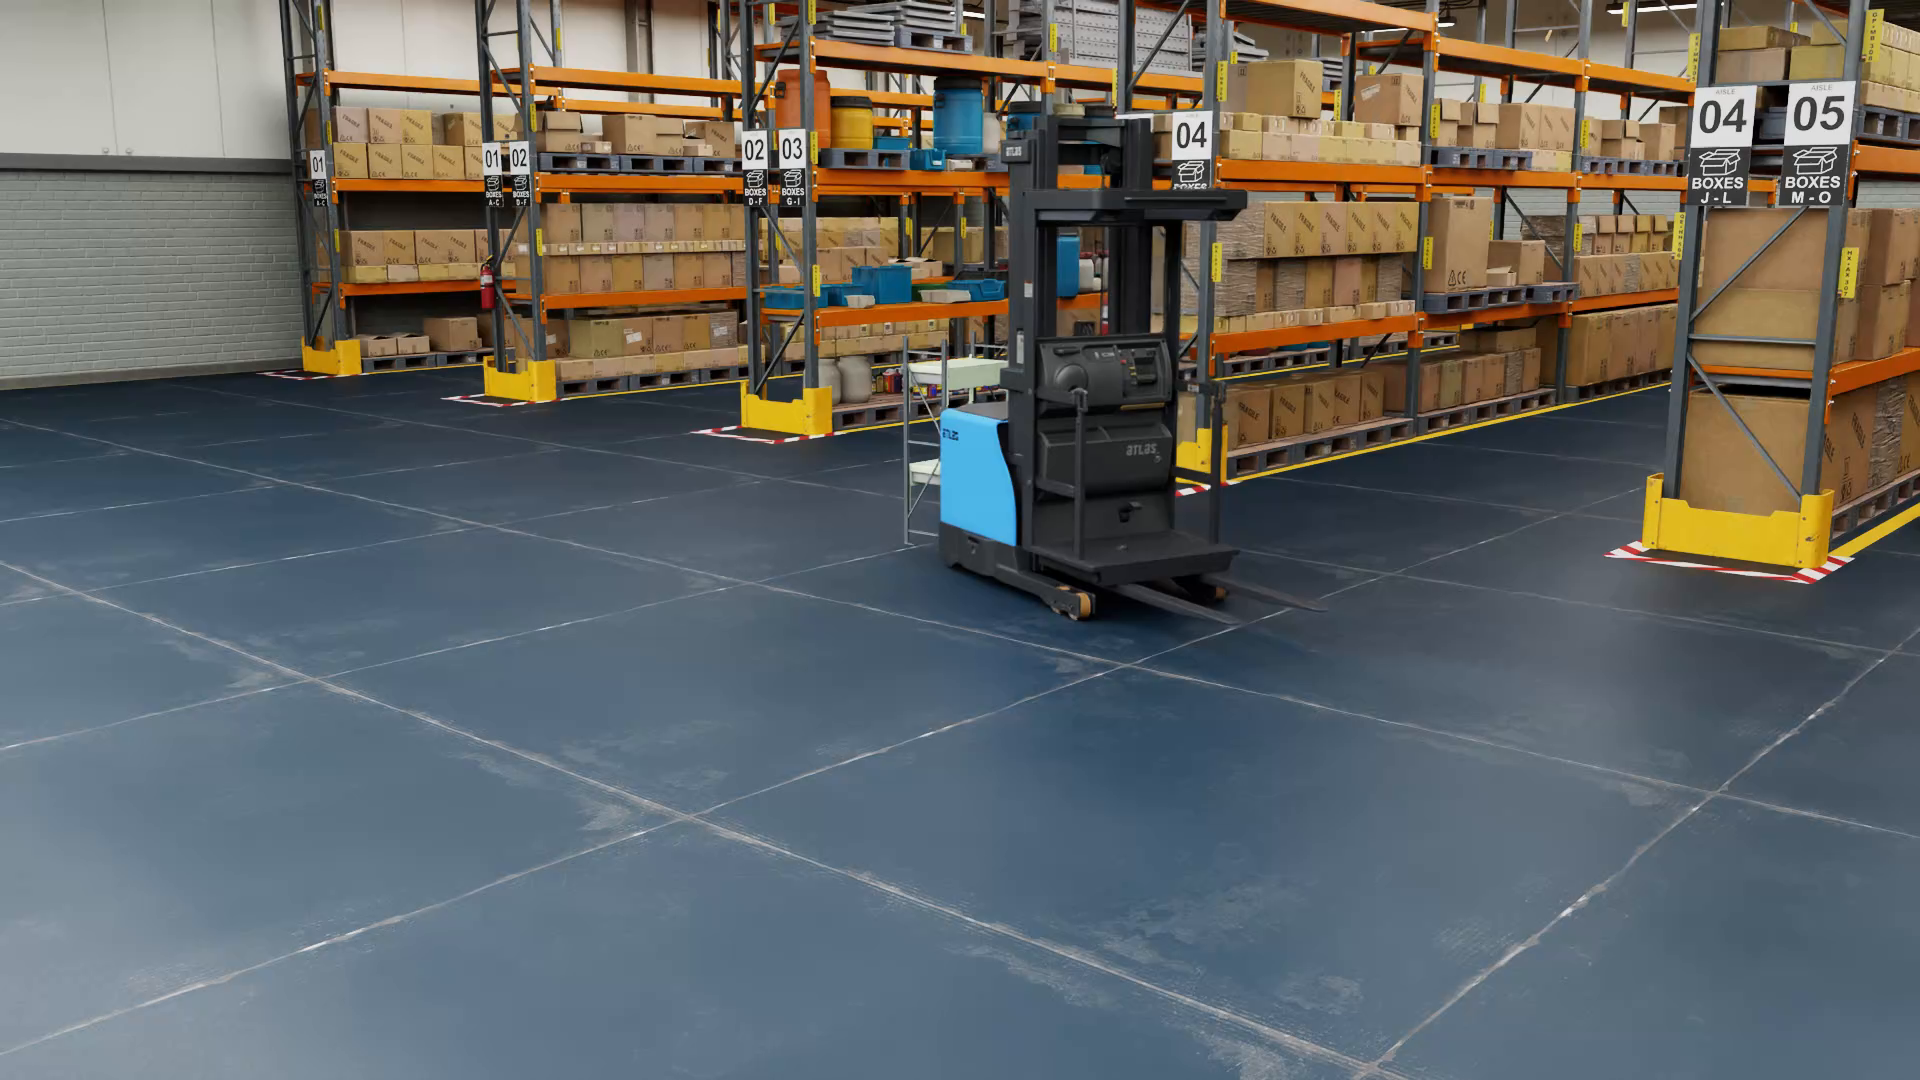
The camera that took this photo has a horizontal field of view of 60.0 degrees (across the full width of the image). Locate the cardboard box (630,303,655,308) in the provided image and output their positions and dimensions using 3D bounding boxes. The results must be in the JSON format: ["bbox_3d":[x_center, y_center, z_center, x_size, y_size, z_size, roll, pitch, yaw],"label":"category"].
[{"bbox_3d":[-5.625,-4.152,28.683,0.500,0.250,0.500,9,15,39],"label":"cardboard box"}]

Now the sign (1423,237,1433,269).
[{"bbox_3d":[4.848,-2.975,17.240,0.100,0.325,0.005,10,15,40],"label":"sign"}]

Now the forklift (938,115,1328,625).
[{"bbox_3d":[1.006,-1.064,10.055,1.130,2.935,3.031,-6,13,-28],"label":"forklift"}]

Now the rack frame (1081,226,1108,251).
[{"bbox_3d":[2.277,-5.078,29.979,1.000,3.000,0.127,10,15,40],"label":"rack frame"}]

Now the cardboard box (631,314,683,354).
[{"bbox_3d":[-4.131,-2.809,22.648,0.500,0.500,0.500,10,15,40],"label":"cardboard box"}]

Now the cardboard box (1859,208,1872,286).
[{"bbox_3d":[6.021,-2.121,12.031,0.875,0.550,0.550,10,15,40],"label":"cardboard box"}]

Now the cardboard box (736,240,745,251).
[{"bbox_3d":[-3.187,-4.165,23.493,0.380,0.149,0.250,9,15,39],"label":"cardboard box"}]

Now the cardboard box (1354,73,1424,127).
[{"bbox_3d":[4.329,-4.432,16.792,0.500,0.500,0.500,9,15,39],"label":"cardboard box"}]

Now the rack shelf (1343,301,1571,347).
[{"bbox_3d":[5.755,-2.561,19.214,1.077,0.370,4.000,10,15,40],"label":"rack shelf"}]

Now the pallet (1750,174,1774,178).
[{"bbox_3d":[11.874,-5.702,25.671,1.003,0.211,1.213,10,15,40],"label":"pallet"}]

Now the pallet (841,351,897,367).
[{"bbox_3d":[-1.742,-2.828,25.830,1.003,0.211,1.213,10,15,40],"label":"pallet"}]

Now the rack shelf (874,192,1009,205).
[{"bbox_3d":[-0.126,-7.131,34.432,1.077,0.370,4.000,10,15,40],"label":"rack shelf"}]

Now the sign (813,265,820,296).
[{"bbox_3d":[-1.516,-2.736,17.544,0.100,0.325,0.005,10,15,40],"label":"sign"}]

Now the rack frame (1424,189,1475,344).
[{"bbox_3d":[8.636,-5.026,29.716,1.000,3.000,0.127,10,15,40],"label":"rack frame"}]

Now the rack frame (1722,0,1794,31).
[{"bbox_3d":[12.356,-7.327,25.922,1.000,3.000,0.127,10,15,40],"label":"rack frame"}]

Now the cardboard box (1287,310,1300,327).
[{"bbox_3d":[2.982,-2.104,15.729,0.380,0.149,0.250,10,15,40],"label":"cardboard box"}]

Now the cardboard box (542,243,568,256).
[{"bbox_3d":[-5.224,-3.710,21.215,0.380,0.149,0.250,10,15,40],"label":"cardboard box"}]

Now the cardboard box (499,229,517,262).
[{"bbox_3d":[-7.132,-4.662,26.309,0.500,0.500,0.500,10,15,40],"label":"cardboard box"}]

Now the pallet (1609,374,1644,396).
[{"bbox_3d":[8.458,-2.126,22.316,1.003,0.211,1.213,10,15,40],"label":"pallet"}]

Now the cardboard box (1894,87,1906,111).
[{"bbox_3d":[6.421,-3.099,11.723,0.380,0.149,0.250,10,15,41],"label":"cardboard box"}]

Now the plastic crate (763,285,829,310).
[{"bbox_3d":[-1.820,-2.711,18.507,0.499,0.251,0.616,10,15,40],"label":"plastic crate"}]

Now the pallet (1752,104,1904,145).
[{"bbox_3d":[5.935,-2.913,11.707,1.003,0.211,1.213,10,15,40],"label":"pallet"}]

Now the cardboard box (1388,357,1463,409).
[{"bbox_3d":[5.185,-1.765,18.650,0.700,0.500,0.500,10,15,40],"label":"cardboard box"}]

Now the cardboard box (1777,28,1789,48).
[{"bbox_3d":[5.587,-3.499,11.691,0.380,0.149,0.250,10,15,41],"label":"cardboard box"}]

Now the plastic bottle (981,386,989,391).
[{"bbox_3d":[0.303,-1.954,20.150,0.133,0.283,0.061,-11,16,-44],"label":"plastic bottle"}]

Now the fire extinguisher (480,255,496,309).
[{"bbox_3d":[-6.071,-3.318,21.360,0.296,0.674,0.183,10,15,40],"label":"fire extinguisher"}]

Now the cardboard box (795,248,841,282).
[{"bbox_3d":[-2.137,-4.139,25.019,0.500,0.500,0.500,-11,16,-43],"label":"cardboard box"}]

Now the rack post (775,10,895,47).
[{"bbox_3d":[-1.331,-5.463,17.866,0.954,0.300,0.937,-10,15,-41],"label":"rack post"}]

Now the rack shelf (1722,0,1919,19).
[{"bbox_3d":[6.774,-4.063,12.434,1.077,0.370,4.000,10,15,40],"label":"rack shelf"}]

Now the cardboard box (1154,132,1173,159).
[{"bbox_3d":[1.922,-3.533,14.964,0.500,0.250,0.500,10,15,42],"label":"cardboard box"}]

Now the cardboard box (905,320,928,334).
[{"bbox_3d":[-0.862,-3.436,26.273,0.500,0.311,0.500,9,15,39],"label":"cardboard box"}]

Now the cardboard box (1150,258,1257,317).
[{"bbox_3d":[2.178,-2.304,15.072,0.875,0.500,0.500,10,15,40],"label":"cardboard box"}]

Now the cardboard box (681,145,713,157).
[{"bbox_3d":[-3.595,-5.311,22.696,0.380,0.149,0.250,10,15,40],"label":"cardboard box"}]

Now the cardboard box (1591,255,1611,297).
[{"bbox_3d":[7.939,-3.370,21.170,0.500,0.500,0.500,9,15,39],"label":"cardboard box"}]

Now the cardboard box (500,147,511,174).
[{"bbox_3d":[-7.218,-5.892,26.088,0.500,0.500,0.500,8,14,36],"label":"cardboard box"}]

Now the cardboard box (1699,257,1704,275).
[{"bbox_3d":[10.555,-3.977,24.088,0.500,0.250,0.500,10,15,40],"label":"cardboard box"}]

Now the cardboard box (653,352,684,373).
[{"bbox_3d":[-4.132,-2.441,22.722,0.500,0.250,0.500,10,15,40],"label":"cardboard box"}]

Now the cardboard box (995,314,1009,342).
[{"bbox_3d":[0.493,-3.588,27.773,0.500,0.500,0.500,9,14,38],"label":"cardboard box"}]

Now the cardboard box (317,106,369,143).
[{"bbox_3d":[-8.931,-5.998,24.066,0.500,0.500,0.500,8,14,36],"label":"cardboard box"}]

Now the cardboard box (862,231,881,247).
[{"bbox_3d":[-1.891,-5.746,32.256,0.500,0.500,0.500,10,15,41],"label":"cardboard box"}]

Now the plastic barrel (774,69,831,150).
[{"bbox_3d":[-1.701,-4.647,17.993,0.600,0.830,0.708,10,15,40],"label":"plastic barrel"}]

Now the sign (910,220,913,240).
[{"bbox_3d":[-0.777,-5.088,27.271,0.100,0.325,0.005,10,15,40],"label":"sign"}]

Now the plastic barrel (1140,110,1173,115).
[{"bbox_3d":[2.650,-5.473,23.016,0.600,0.901,0.600,0,11,0],"label":"plastic barrel"}]

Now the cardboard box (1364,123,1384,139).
[{"bbox_3d":[3.929,-4.008,16.327,0.380,0.149,0.250,9,15,39],"label":"cardboard box"}]

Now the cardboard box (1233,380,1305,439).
[{"bbox_3d":[3.016,-1.283,16.288,0.500,0.500,0.500,-10,15,-42],"label":"cardboard box"}]

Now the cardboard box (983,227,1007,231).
[{"bbox_3d":[0.393,-6.269,35.174,0.980,0.700,0.700,10,15,40],"label":"cardboard box"}]

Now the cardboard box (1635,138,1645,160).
[{"bbox_3d":[8.924,-5.280,22.487,0.500,0.311,0.500,9,14,38],"label":"cardboard box"}]

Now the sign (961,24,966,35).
[{"bbox_3d":[0.056,-7.896,25.981,0.100,0.325,0.005,10,15,40],"label":"sign"}]

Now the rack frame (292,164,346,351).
[{"bbox_3d":[-9.368,-3.953,24.343,1.000,3.000,0.127,10,15,40],"label":"rack frame"}]

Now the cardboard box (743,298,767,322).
[{"bbox_3d":[-3.503,-4.373,30.862,0.750,0.750,0.750,10,15,40],"label":"cardboard box"}]

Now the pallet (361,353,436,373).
[{"bbox_3d":[-8.755,-2.711,25.248,1.003,0.211,1.213,10,15,40],"label":"pallet"}]

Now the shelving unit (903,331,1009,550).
[{"bbox_3d":[-0.004,-0.734,12.059,0.431,1.500,0.755,10,15,40],"label":"shelving unit"}]

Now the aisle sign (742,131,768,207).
[{"bbox_3d":[-2.197,-3.974,17.815,0.394,0.787,0.004,10,15,40],"label":"aisle sign"}]

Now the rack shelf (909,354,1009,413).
[{"bbox_3d":[-0.004,-1.117,11.983,0.431,0.370,0.720,10,15,40],"label":"rack shelf"}]

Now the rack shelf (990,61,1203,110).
[{"bbox_3d":[2.035,-5.948,21.872,1.077,0.370,4.000,10,15,40],"label":"rack shelf"}]
